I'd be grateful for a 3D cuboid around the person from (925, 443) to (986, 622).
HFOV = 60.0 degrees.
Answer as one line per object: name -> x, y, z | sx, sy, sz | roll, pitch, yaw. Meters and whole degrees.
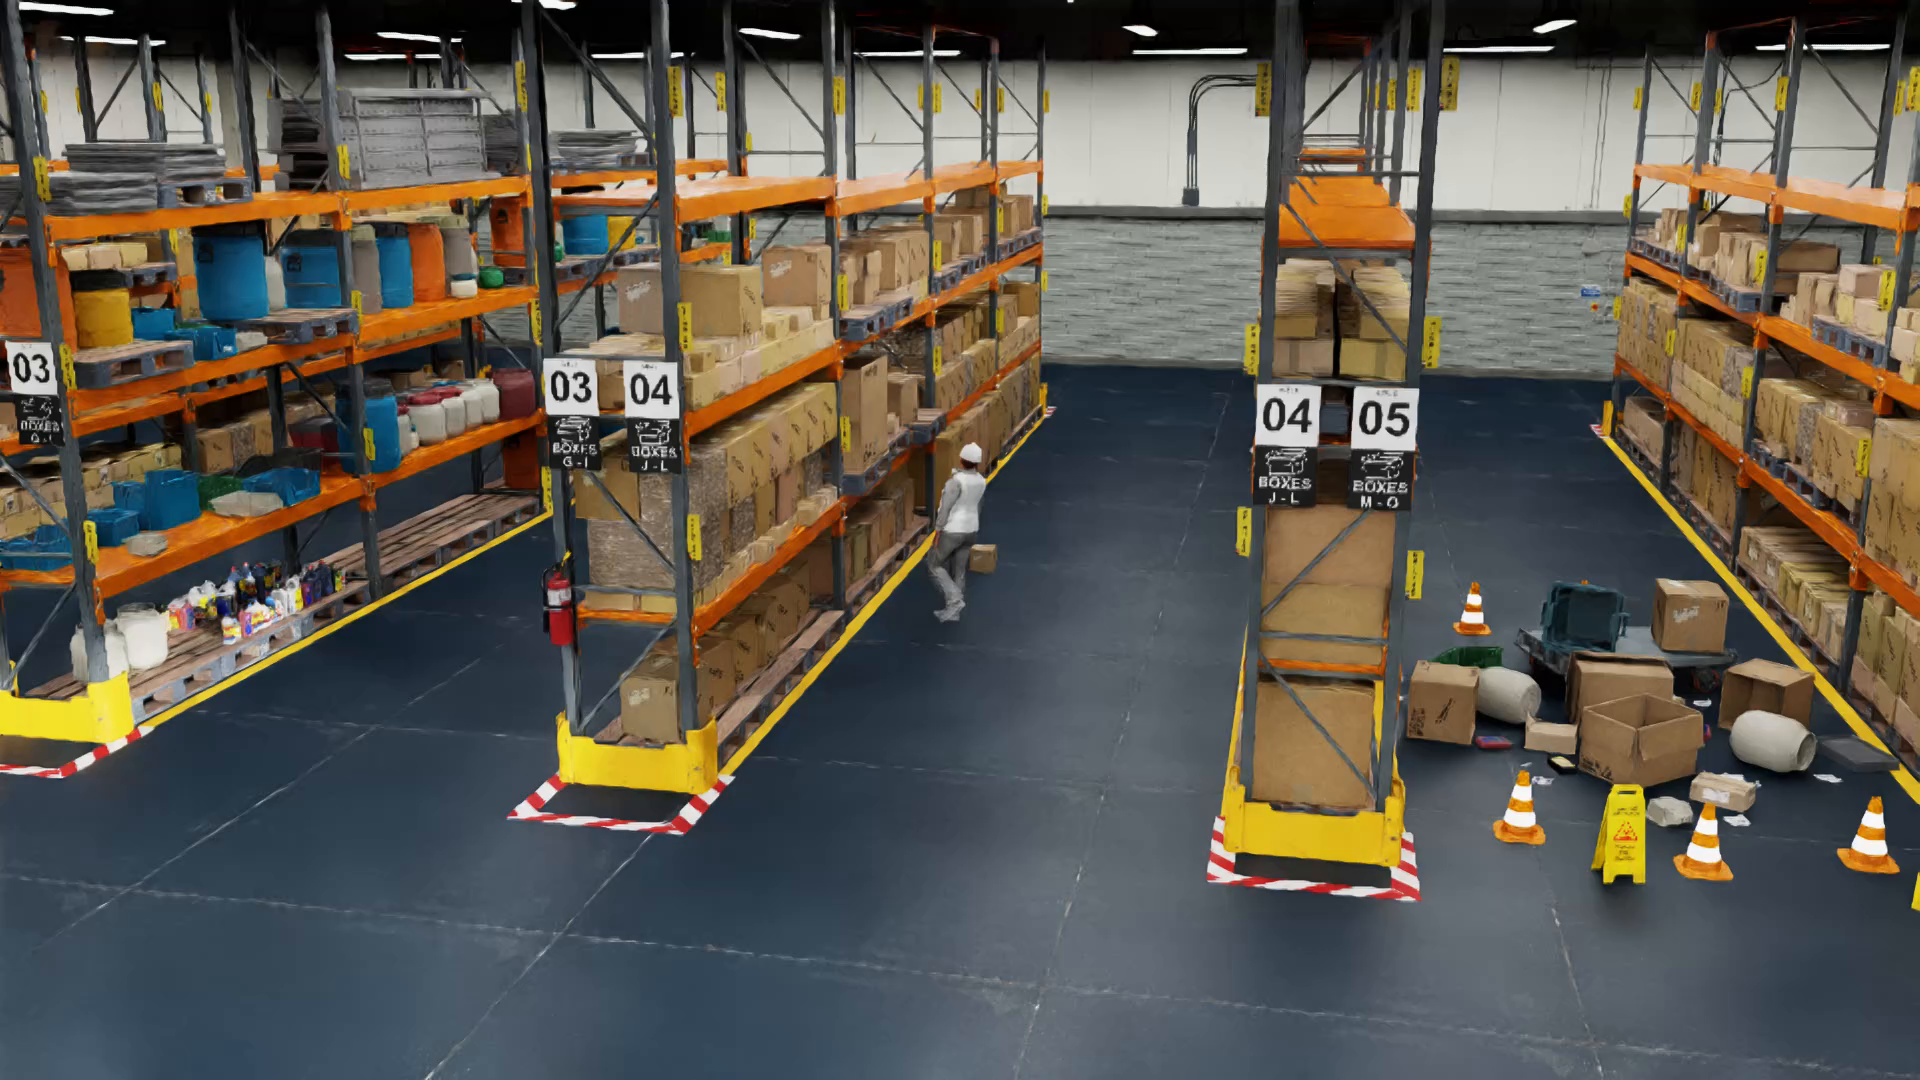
person -> -0.036, -0.080, 16.286 | 0.454, 1.759, 0.622 | 13, 19, 40
